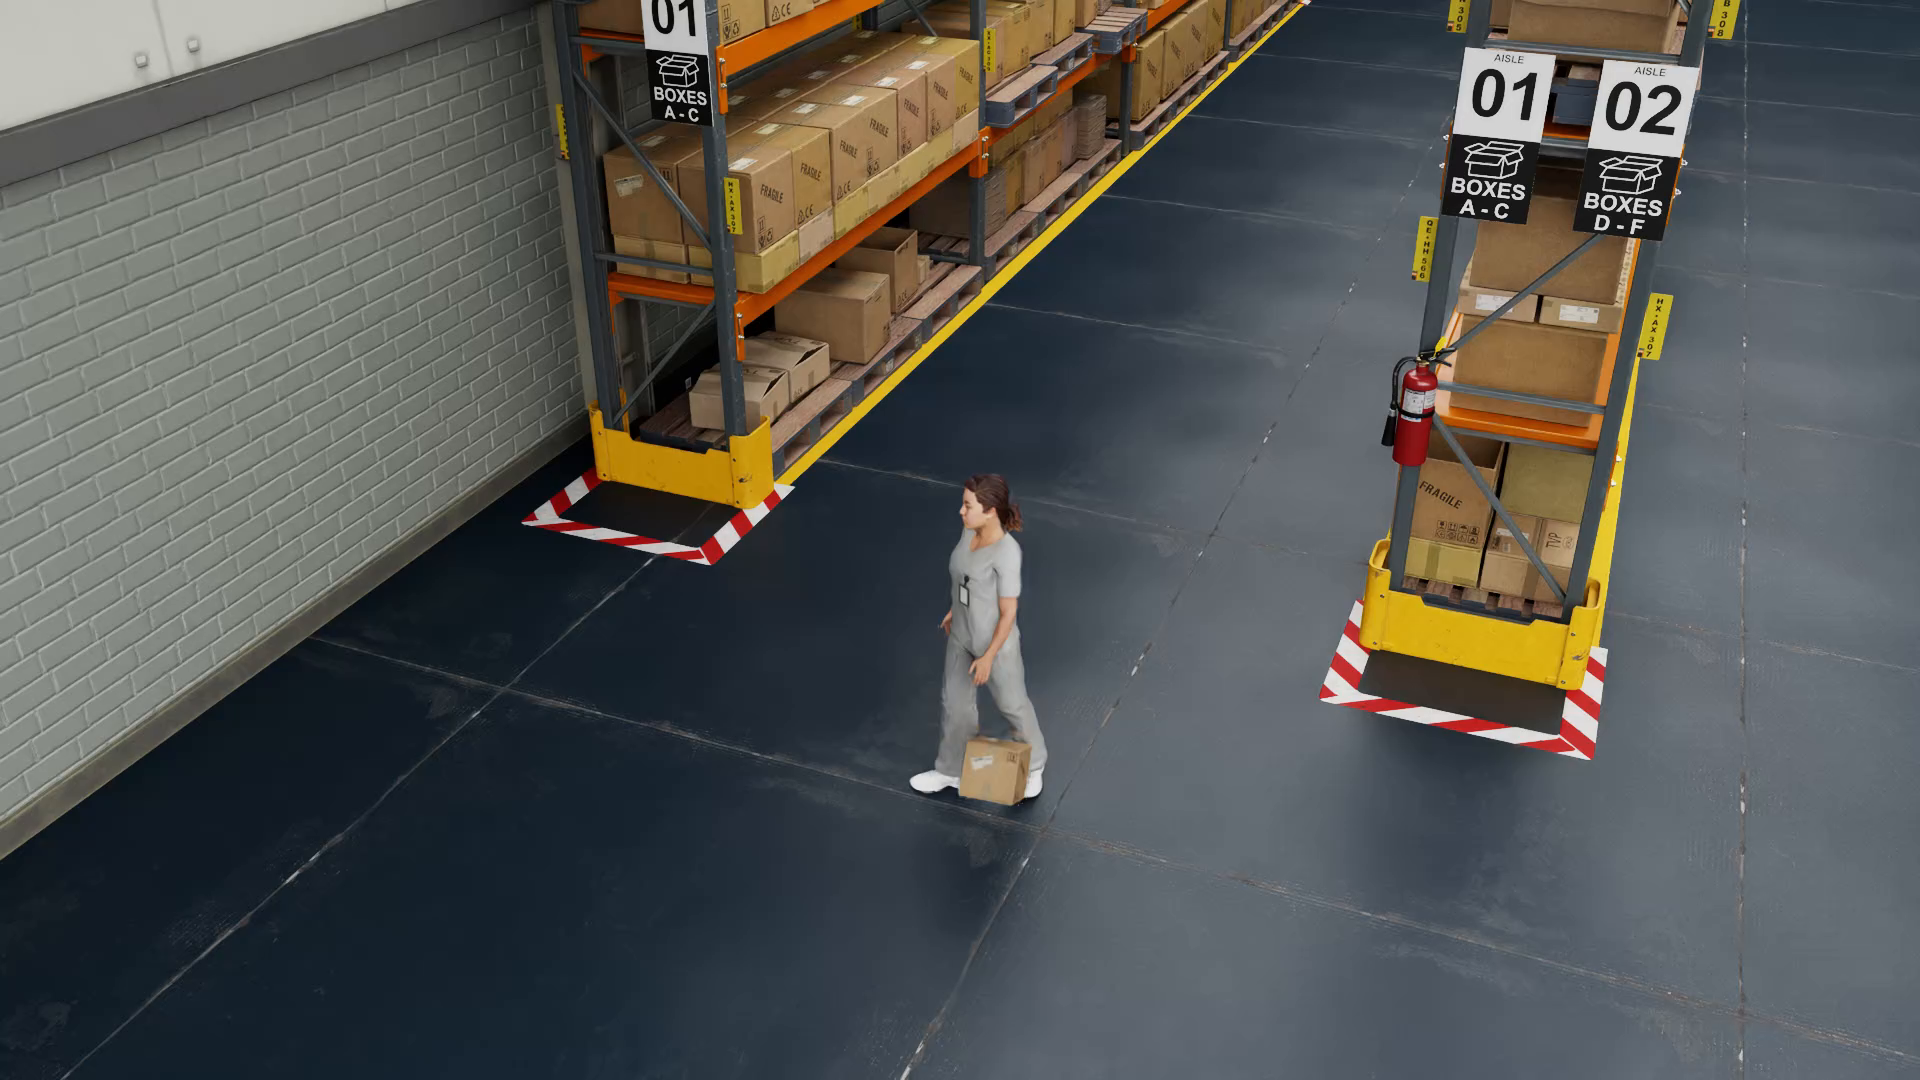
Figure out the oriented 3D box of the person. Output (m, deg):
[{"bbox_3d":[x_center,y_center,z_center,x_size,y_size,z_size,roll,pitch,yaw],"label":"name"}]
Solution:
[{"bbox_3d":[0.104,0.444,7.624,0.643,1.666,0.541,-17,34,-27],"label":"person"}]
